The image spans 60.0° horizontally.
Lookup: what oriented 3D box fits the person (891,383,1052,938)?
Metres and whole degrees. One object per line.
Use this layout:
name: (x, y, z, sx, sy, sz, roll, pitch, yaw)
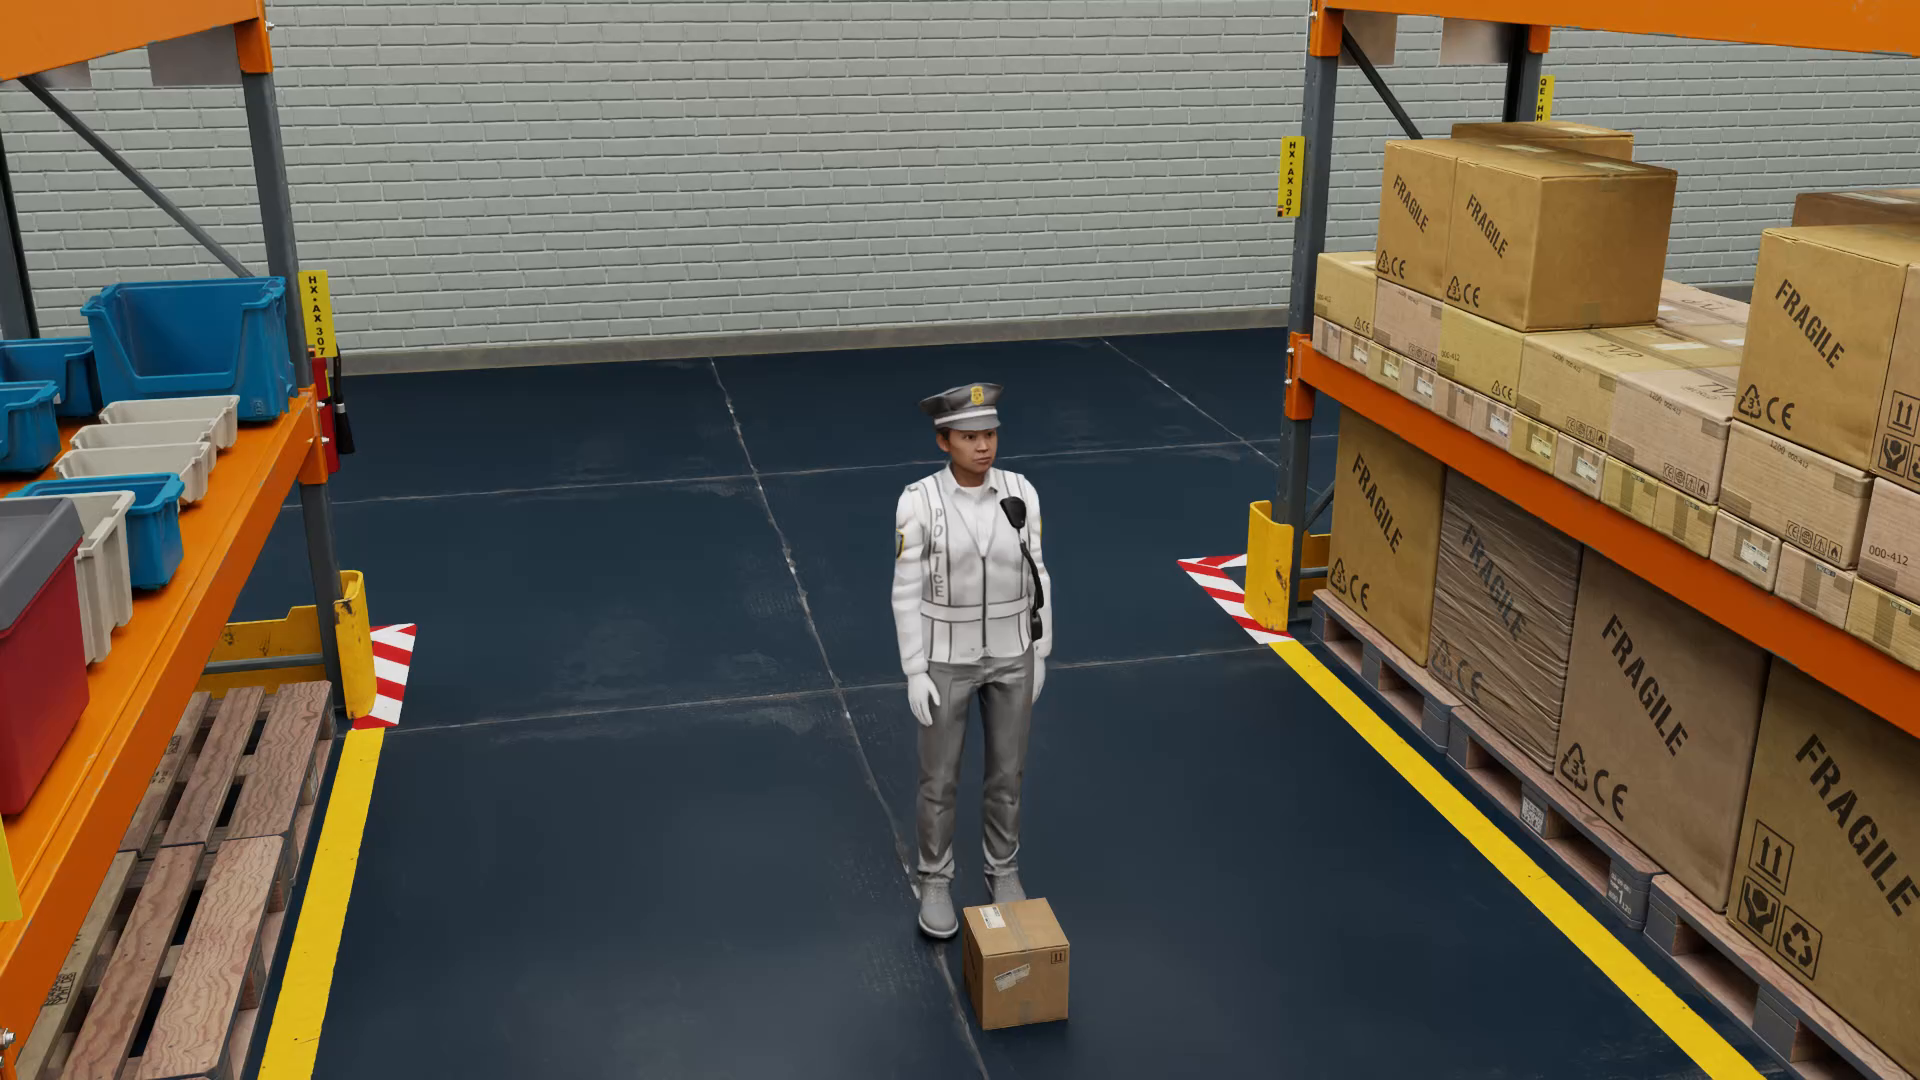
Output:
person: (0.038, 0.350, 4.982, 0.487, 1.700, 0.380, -4, 20, -12)
